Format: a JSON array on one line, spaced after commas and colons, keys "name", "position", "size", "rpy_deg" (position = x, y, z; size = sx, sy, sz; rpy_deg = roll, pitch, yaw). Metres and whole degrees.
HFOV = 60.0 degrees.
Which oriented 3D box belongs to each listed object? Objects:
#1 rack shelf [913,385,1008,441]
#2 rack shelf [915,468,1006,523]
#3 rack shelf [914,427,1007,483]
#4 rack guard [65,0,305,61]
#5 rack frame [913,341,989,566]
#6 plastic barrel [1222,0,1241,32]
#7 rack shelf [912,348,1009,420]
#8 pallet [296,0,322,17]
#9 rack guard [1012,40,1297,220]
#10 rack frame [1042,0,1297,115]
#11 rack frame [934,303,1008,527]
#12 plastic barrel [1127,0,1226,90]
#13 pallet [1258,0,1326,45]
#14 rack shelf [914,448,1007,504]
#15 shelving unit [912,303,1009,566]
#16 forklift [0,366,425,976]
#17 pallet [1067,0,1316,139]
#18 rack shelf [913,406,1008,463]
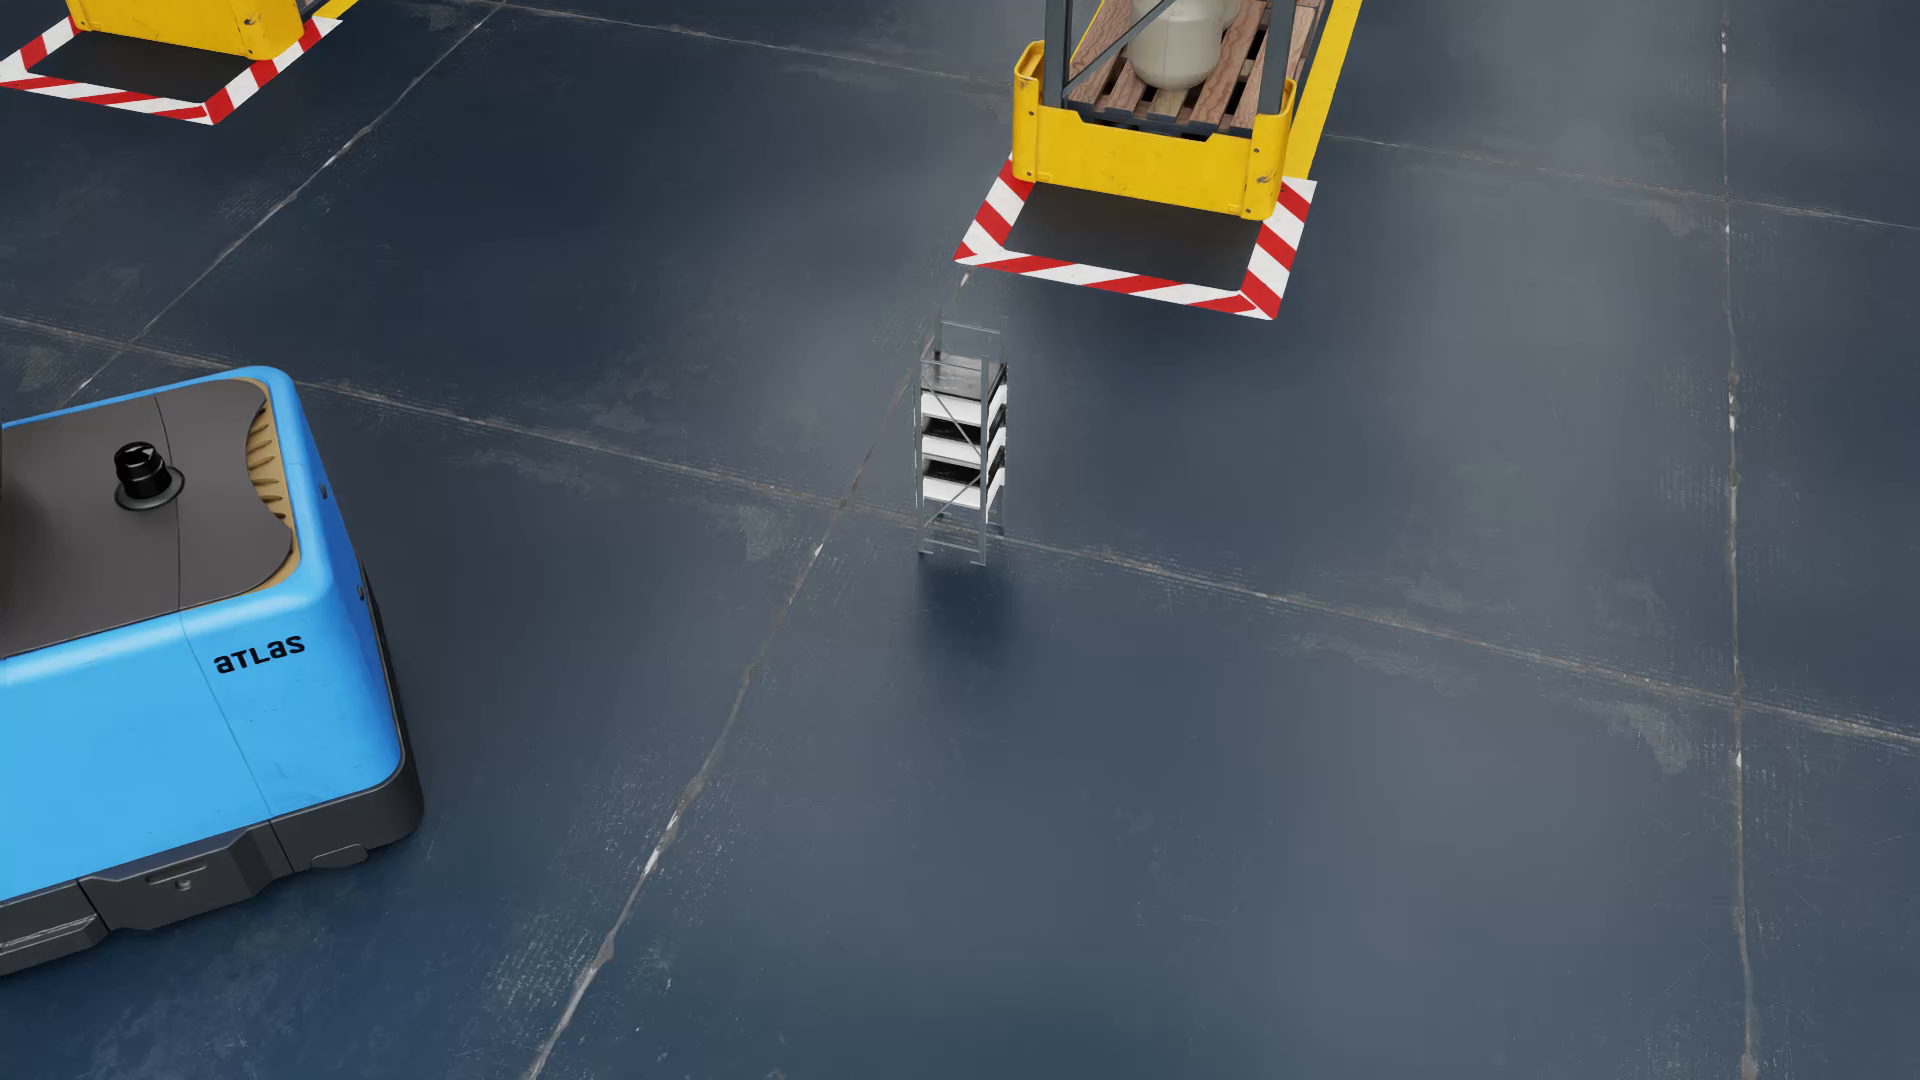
[{"name": "rack shelf", "position": [0.002, -0.432, 5.338], "size": [0.258, 0.077, 0.200], "rpy_deg": [13, 46, 12]}, {"name": "rack shelf", "position": [0.002, -0.175, 5.590], "size": [0.258, 0.077, 0.200], "rpy_deg": [13, 46, 12]}, {"name": "rack shelf", "position": [0.002, -0.303, 5.464], "size": [0.258, 0.077, 0.200], "rpy_deg": [13, 46, 12]}, {"name": "rack guard", "position": [-3.882, -2.755, 8.208], "size": [1.175, 0.500, 0.348], "rpy_deg": [13, 46, 13]}, {"name": "rack frame", "position": [-0.028, -0.259, 5.372], "size": [0.240, 0.900, 0.006], "rpy_deg": [13, 46, 12]}, {"name": "plastic barrel", "position": [1.123, -2.662, 7.805], "size": [0.421, 0.512, 0.421], "rpy_deg": [0, 44, 0]}, {"name": "rack shelf", "position": [0.002, -0.496, 5.275], "size": [0.258, 0.077, 0.200], "rpy_deg": [13, 46, 12]}, {"name": "pallet", "position": [-3.683, -3.186, 8.855], "size": [1.003, 0.211, 1.213], "rpy_deg": [13, 46, 13]}, {"name": "rack guard", "position": [0.823, -1.780, 7.211], "size": [1.175, 0.500, 0.348], "rpy_deg": [13, 46, 13]}, {"name": "rack frame", "position": [0.845, -2.613, 6.275], "size": [1.000, 3.000, 0.127], "rpy_deg": [13, 46, 13]}, {"name": "rack frame", "position": [0.033, -0.395, 5.510], "size": [0.240, 0.900, 0.006], "rpy_deg": [13, 46, 12]}, {"name": "plastic barrel", "position": [0.972, -2.328, 7.463], "size": [0.421, 0.512, 0.421], "rpy_deg": [0, 44, 0]}, {"name": "pallet", "position": [1.446, -3.027, 8.693], "size": [1.003, 0.211, 1.213], "rpy_deg": [13, 46, 13]}, {"name": "rack shelf", "position": [0.002, -0.239, 5.527], "size": [0.258, 0.077, 0.200], "rpy_deg": [13, 46, 12]}, {"name": "shelving unit", "position": [0.002, -0.327, 5.441], "size": [0.258, 0.900, 0.210], "rpy_deg": [13, 46, 12]}, {"name": "forklift", "position": [-3.126, -0.088, 3.744], "size": [3.031, 2.935, 1.130], "rpy_deg": [-16, 47, -16]}, {"name": "pallet", "position": [1.074, -2.217, 7.865], "size": [1.003, 0.211, 1.213], "rpy_deg": [13, 46, 13]}, {"name": "rack shelf", "position": [0.002, -0.368, 5.401], "size": [0.258, 0.077, 0.200], "rpy_deg": [13, 46, 12]}]
